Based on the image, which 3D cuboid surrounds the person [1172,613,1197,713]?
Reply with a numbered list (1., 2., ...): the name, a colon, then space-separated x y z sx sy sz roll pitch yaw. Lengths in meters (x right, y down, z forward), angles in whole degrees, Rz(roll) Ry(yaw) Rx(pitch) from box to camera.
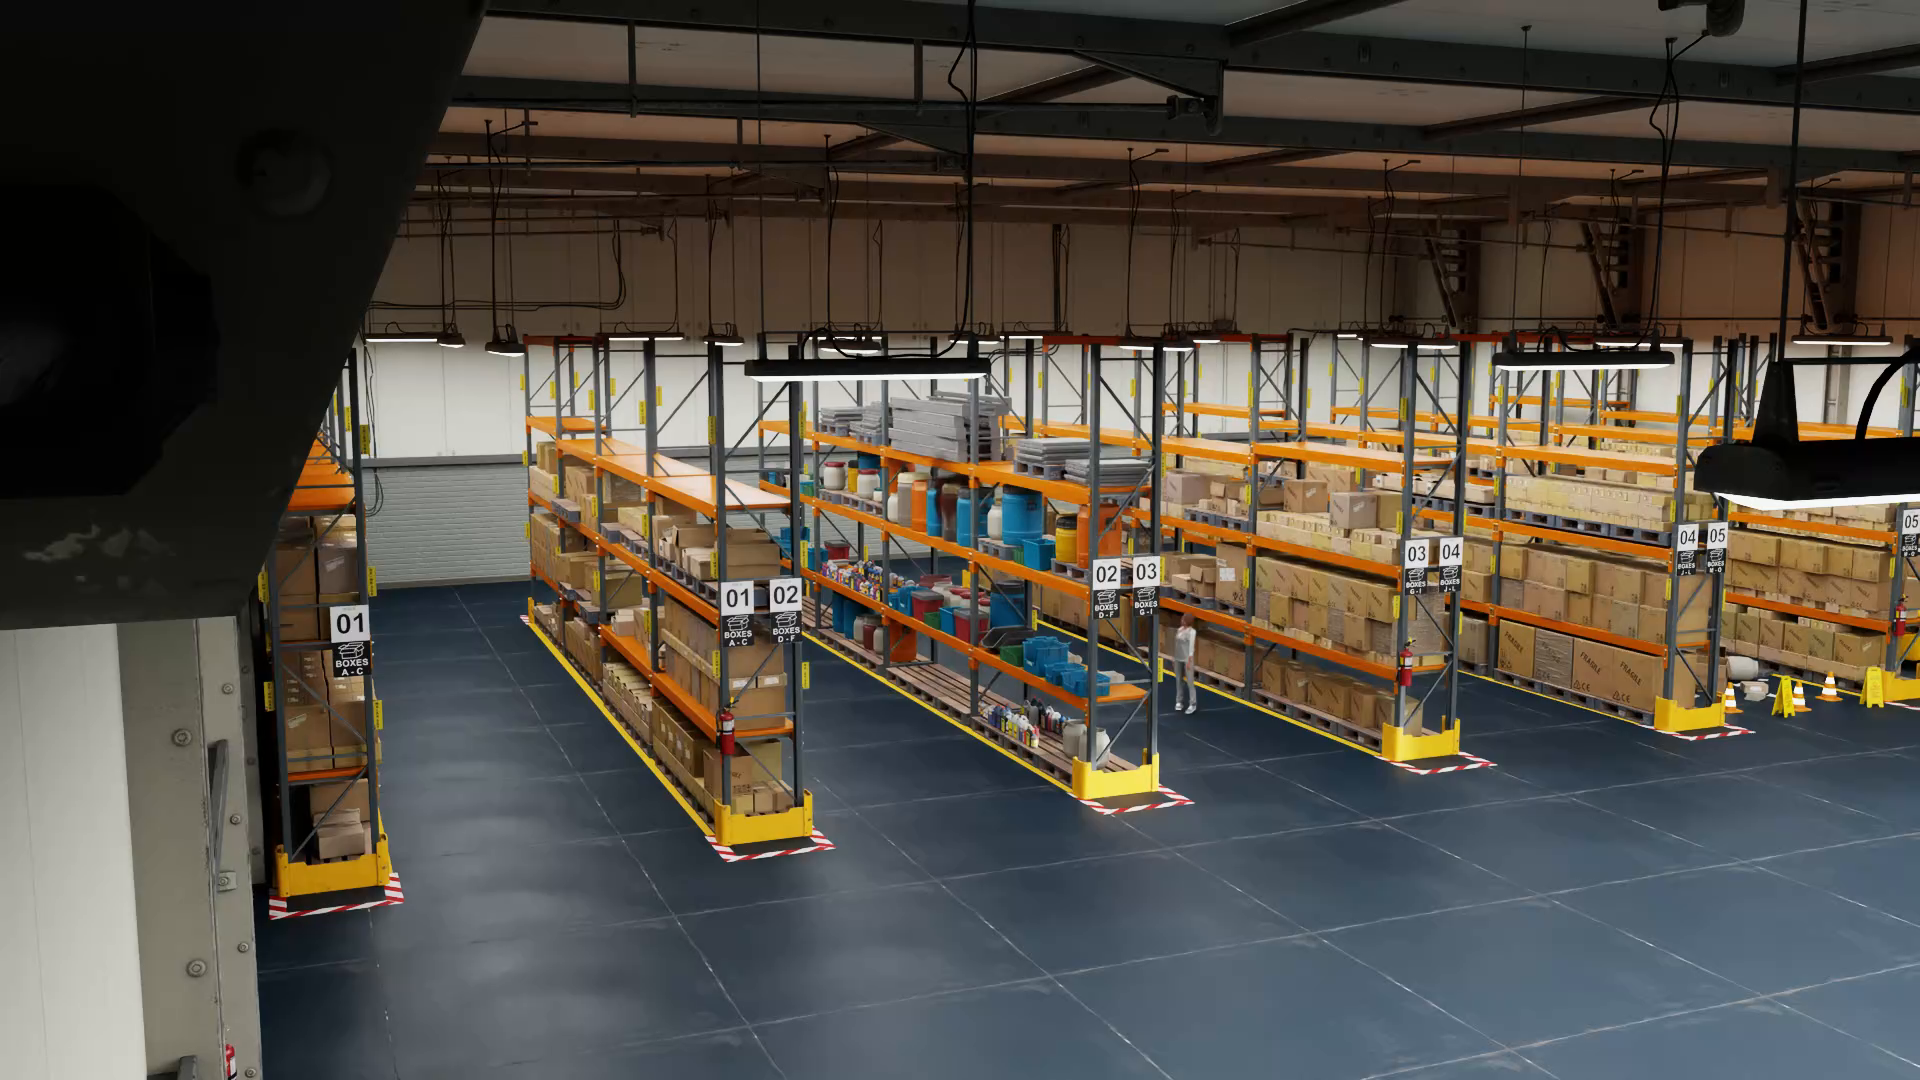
1. person: 3.631 1.973 26.919 0.457 1.604 0.350 7 10 43
